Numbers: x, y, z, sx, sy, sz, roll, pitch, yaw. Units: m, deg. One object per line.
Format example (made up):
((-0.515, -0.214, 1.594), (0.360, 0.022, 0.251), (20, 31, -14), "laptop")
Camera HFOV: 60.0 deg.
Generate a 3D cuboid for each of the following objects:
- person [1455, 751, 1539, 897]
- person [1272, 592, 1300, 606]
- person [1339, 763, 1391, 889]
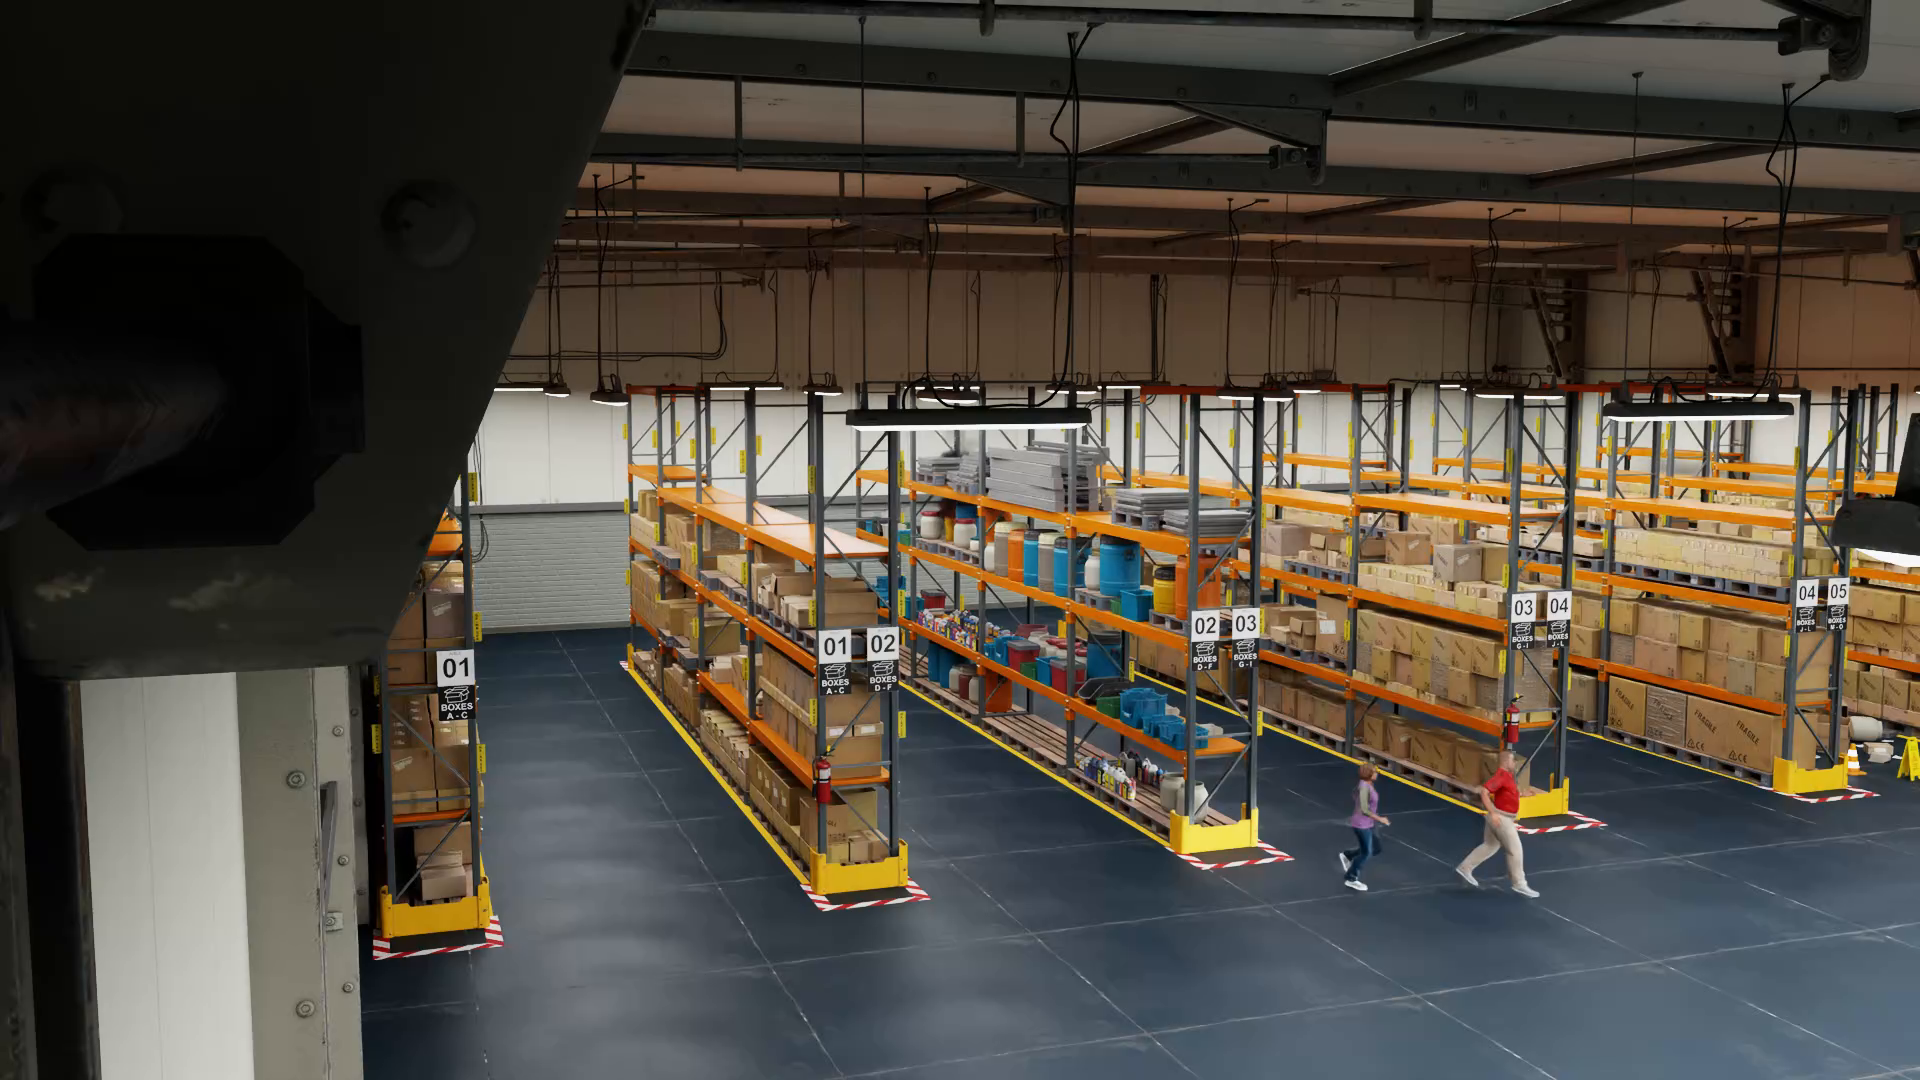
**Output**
((6.476, 3.389, 19.981), (0.968, 1.743, 0.653), (1, 6, 13), "person")
((8.135, 1.161, 41.662), (0.950, 1.784, 0.664), (-2, 6, -17), "person")
((4.940, 3.477, 20.269), (0.612, 1.563, 0.570), (2, 6, 18), "person")
